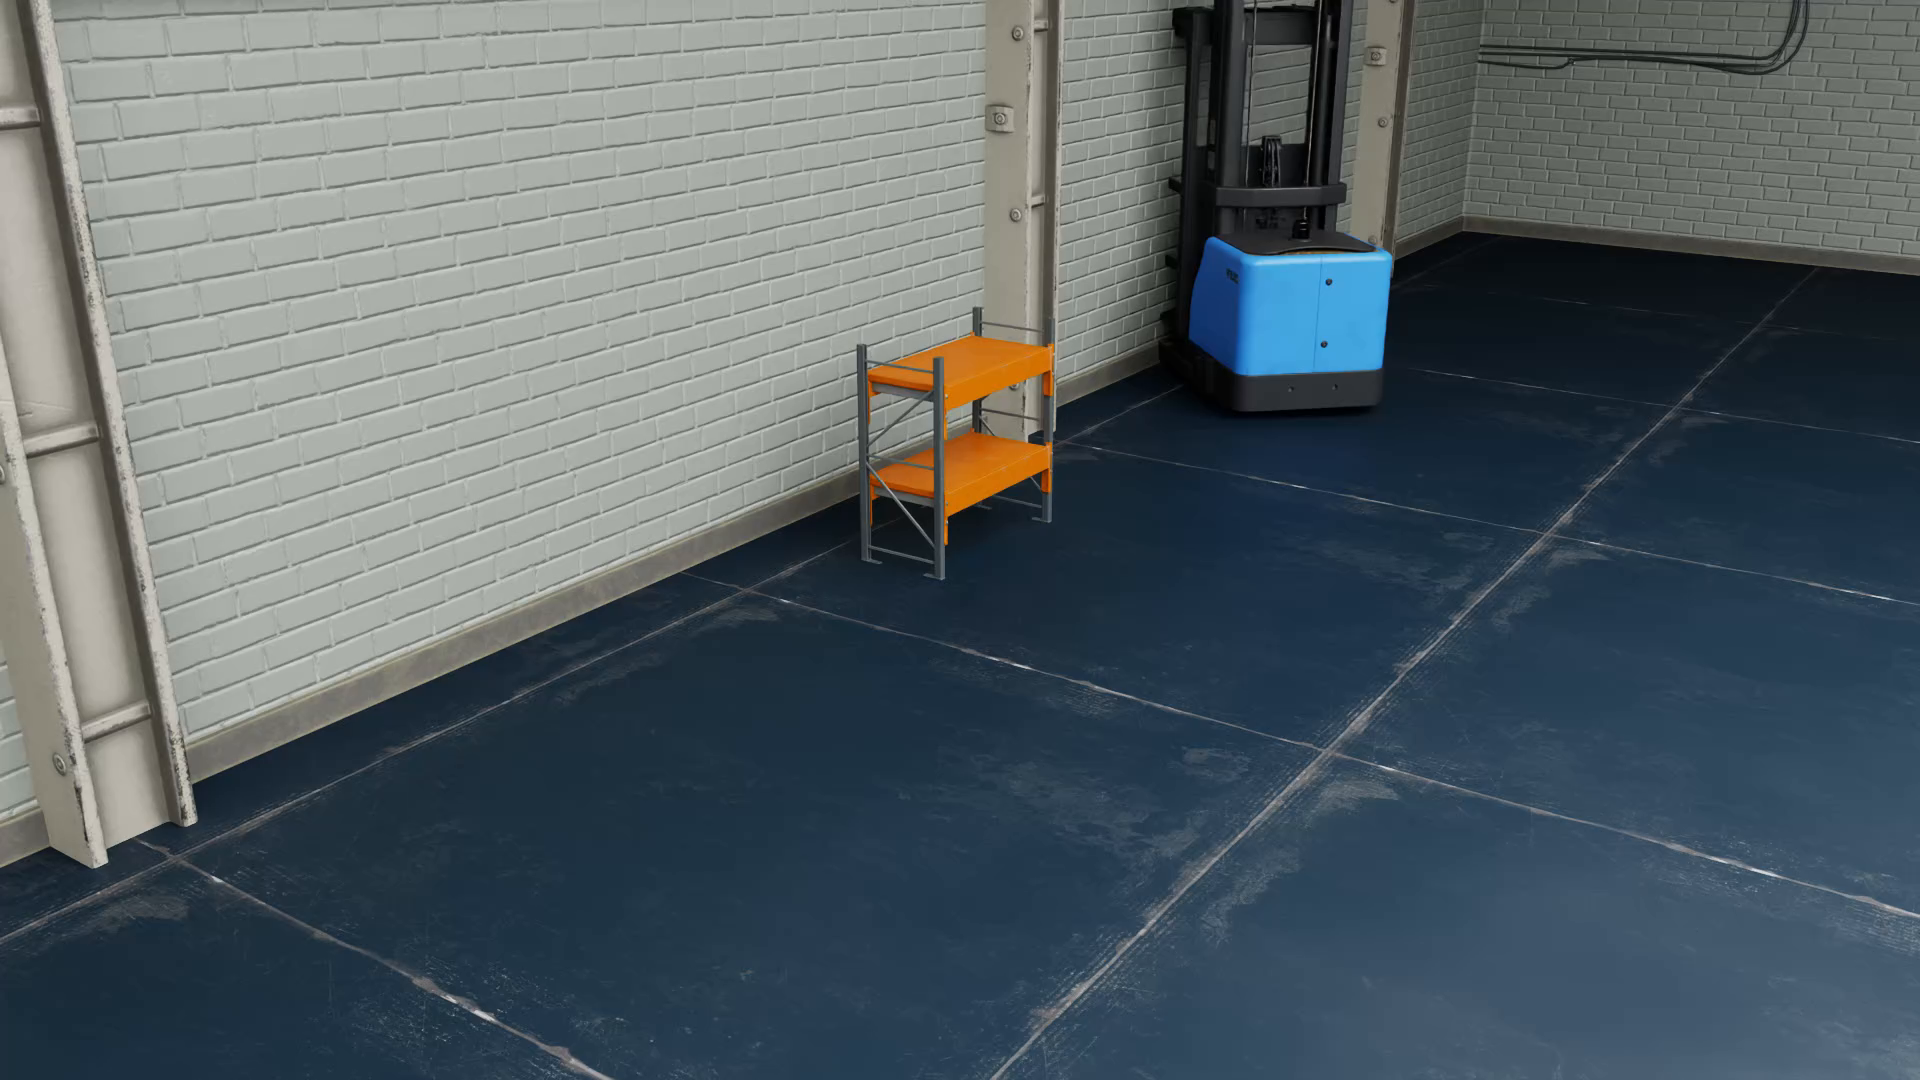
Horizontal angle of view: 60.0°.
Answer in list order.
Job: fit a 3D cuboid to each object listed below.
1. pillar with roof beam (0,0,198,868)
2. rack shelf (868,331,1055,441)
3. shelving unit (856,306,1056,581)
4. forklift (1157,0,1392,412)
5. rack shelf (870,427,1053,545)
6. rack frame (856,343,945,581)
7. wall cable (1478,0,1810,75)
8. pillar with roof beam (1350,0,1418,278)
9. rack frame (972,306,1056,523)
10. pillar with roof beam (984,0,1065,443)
[{"bbox_3d":[0.568,-2.338,2.115,9.100,9.000,0.400,13,24,32],"label":"pillar with roof beam"},{"bbox_3d":[-0.004,-0.800,8.463,0.538,0.278,1.000,13,24,32],"label":"rack shelf"},{"bbox_3d":[-0.004,-0.526,8.565,0.538,1.125,1.048,13,24,32],"label":"shelving unit"},{"bbox_3d":[2.029,-2.683,11.793,1.130,2.935,3.031,-4,21,-10],"label":"forklift"},{"bbox_3d":[-0.004,-0.296,8.649,0.538,0.278,1.000,13,24,32],"label":"rack shelf"},{"bbox_3d":[-0.290,-0.380,8.170,0.500,1.125,0.032,13,24,32],"label":"rack frame"},{"bbox_3d":[6.503,-5.752,15.819,3.097,2.526,0.112,13,24,32],"label":"wall cable"},{"bbox_3d":[7.314,-5.781,11.423,9.100,9.000,0.400,13,24,32],"label":"pillar with roof beam"},{"bbox_3d":[0.282,-0.671,8.959,0.500,1.125,0.032,13,24,32],"label":"rack frame"},{"bbox_3d":[3.941,-4.060,6.769,9.100,9.000,0.400,13,24,32],"label":"pillar with roof beam"}]
